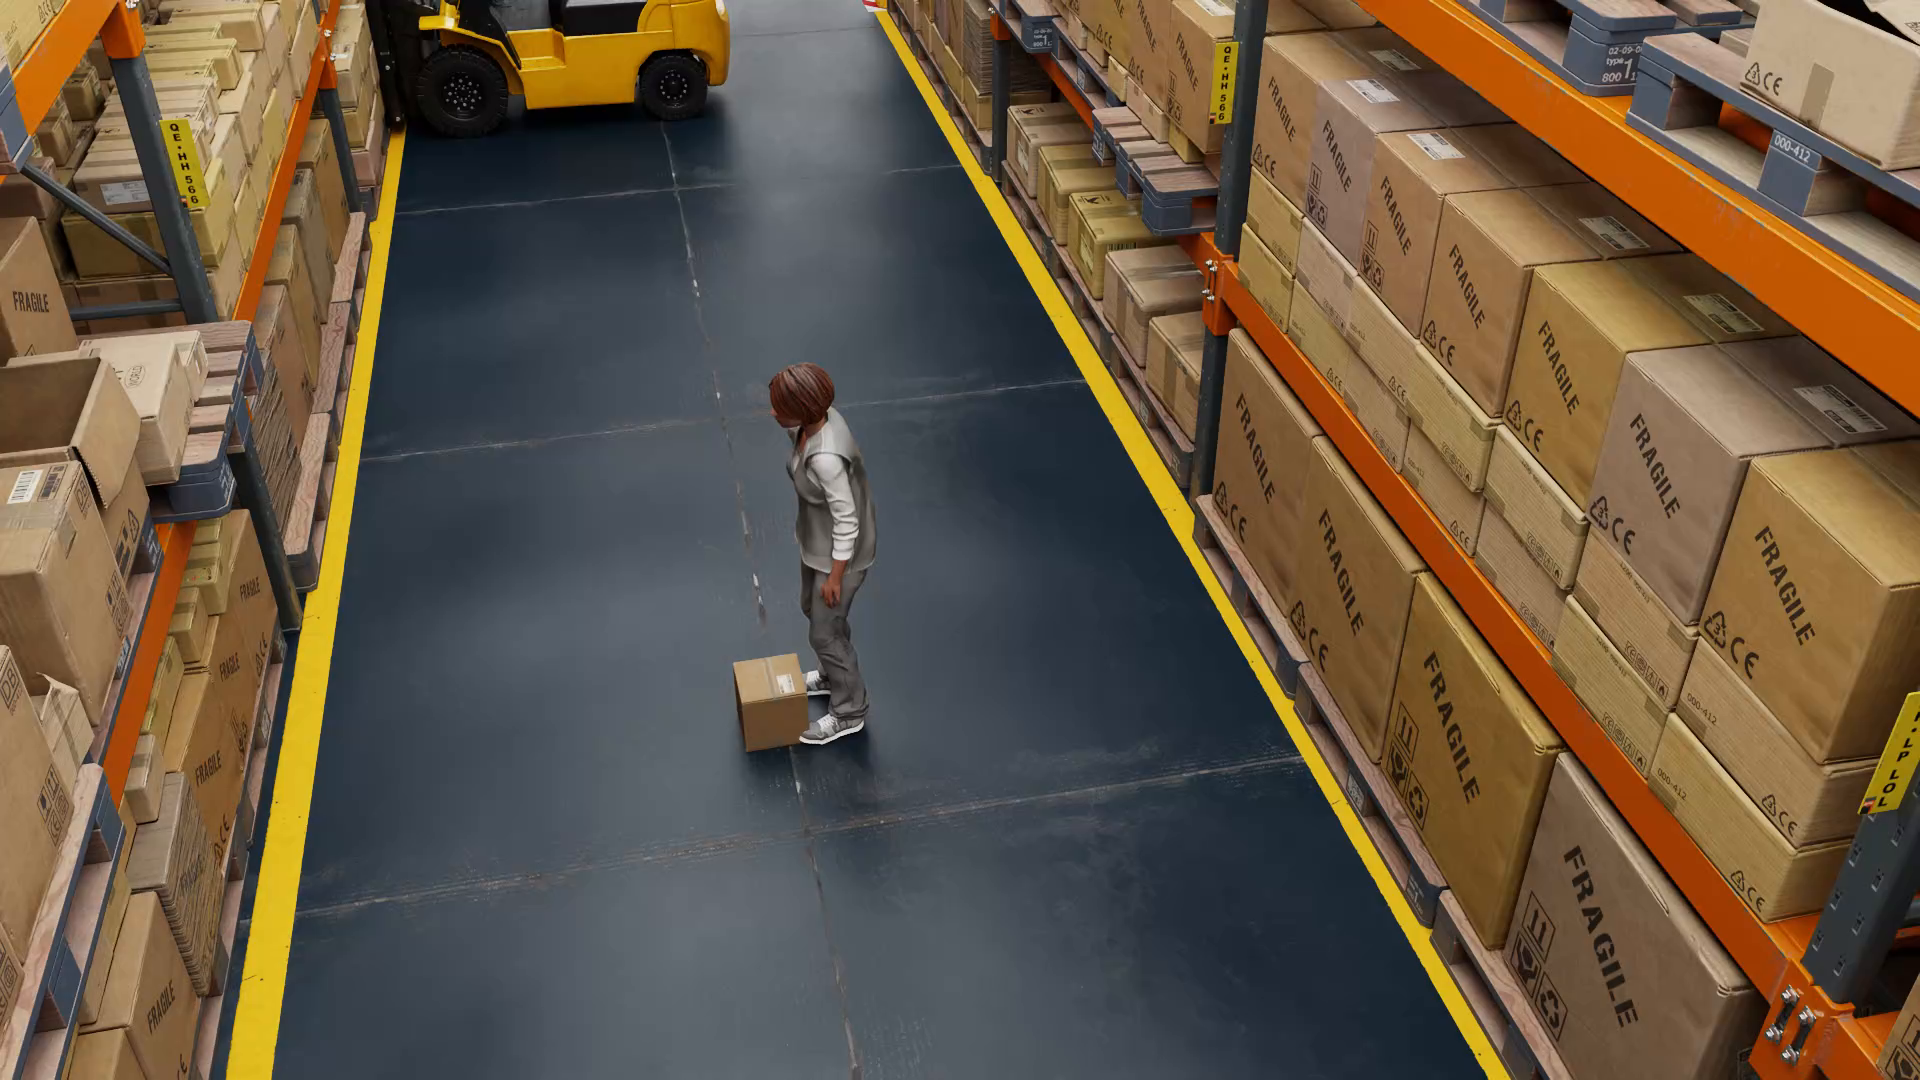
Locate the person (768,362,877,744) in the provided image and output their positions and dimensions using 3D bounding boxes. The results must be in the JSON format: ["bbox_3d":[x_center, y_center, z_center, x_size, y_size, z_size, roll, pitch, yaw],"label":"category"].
[{"bbox_3d":[-0.489,0.043,6.093,0.346,1.592,0.484,-9,36,-13],"label":"person"}]
